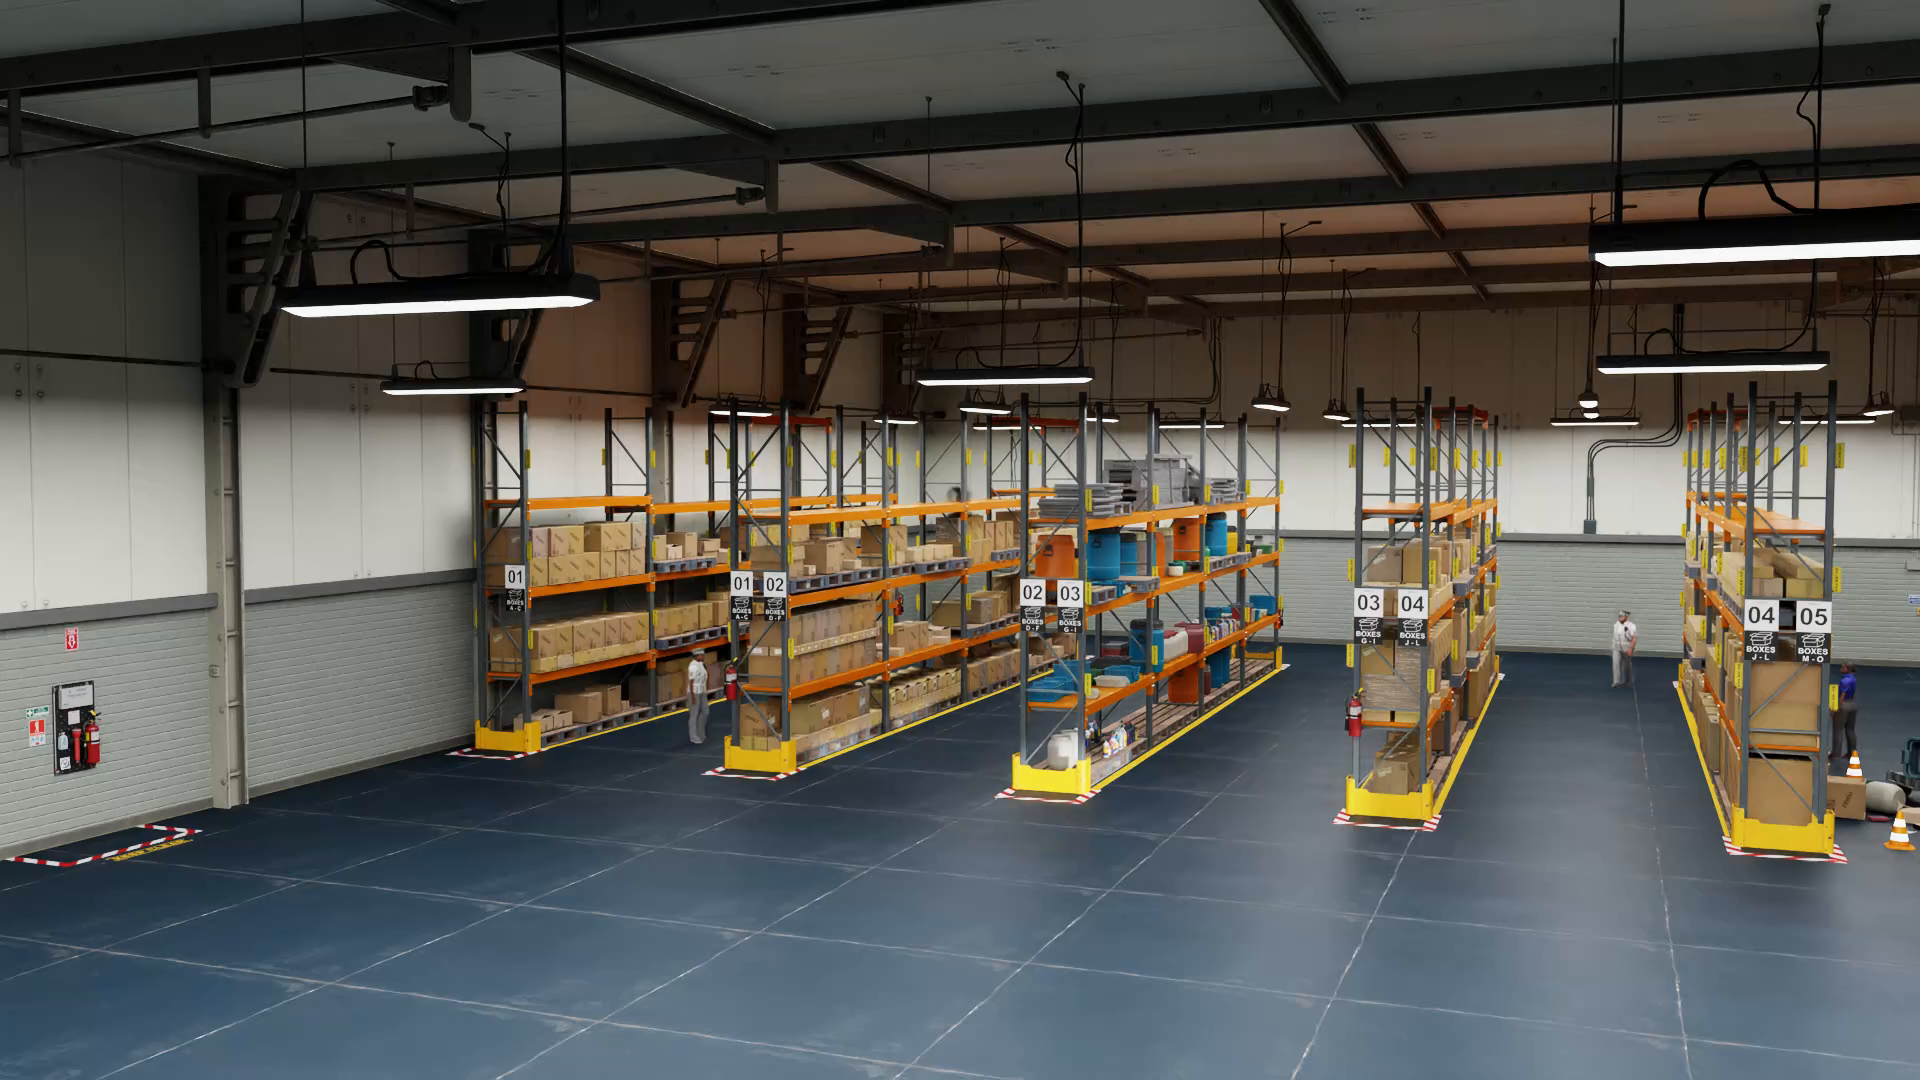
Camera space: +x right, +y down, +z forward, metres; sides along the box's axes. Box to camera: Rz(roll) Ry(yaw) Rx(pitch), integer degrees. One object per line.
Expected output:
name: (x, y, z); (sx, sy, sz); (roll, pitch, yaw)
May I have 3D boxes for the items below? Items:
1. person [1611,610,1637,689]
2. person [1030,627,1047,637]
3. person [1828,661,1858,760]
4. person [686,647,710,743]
person: (14.530, 2.377, 36.384); (0.516, 1.725, 1.033); (1, 3, 23)
person: (1.981, 2.010, 43.185); (0.584, 1.791, 0.493); (-2, 3, -33)
person: (14.677, 2.843, 27.673); (0.563, 1.651, 0.384); (-1, 3, -28)
person: (-4.657, 2.770, 29.453); (0.348, 1.753, 0.533); (1, 3, 16)
